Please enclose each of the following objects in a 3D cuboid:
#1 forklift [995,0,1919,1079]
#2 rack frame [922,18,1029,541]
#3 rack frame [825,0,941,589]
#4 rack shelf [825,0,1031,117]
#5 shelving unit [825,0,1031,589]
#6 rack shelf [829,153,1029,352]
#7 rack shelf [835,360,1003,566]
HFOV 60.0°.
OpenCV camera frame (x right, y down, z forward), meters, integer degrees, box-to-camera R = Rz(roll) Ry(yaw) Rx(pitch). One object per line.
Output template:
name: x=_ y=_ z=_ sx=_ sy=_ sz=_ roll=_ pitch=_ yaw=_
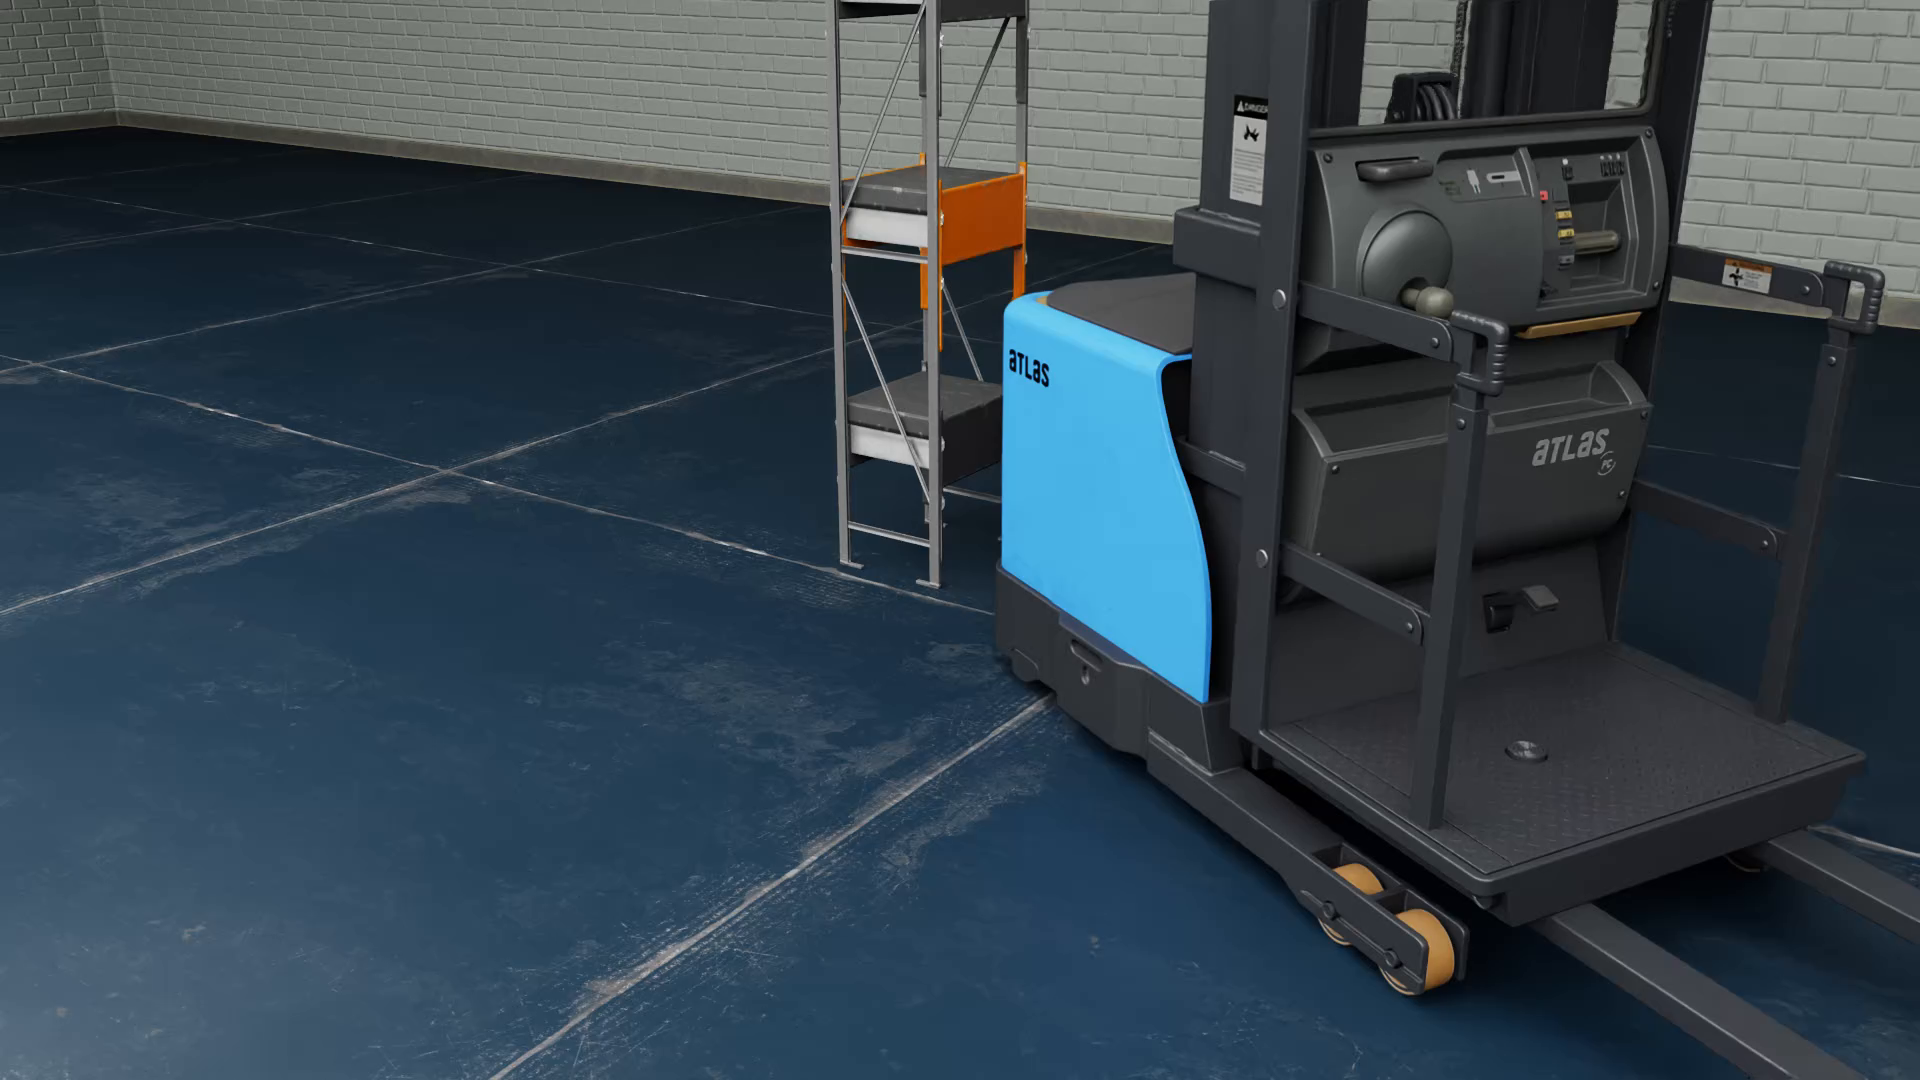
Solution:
forklift: x=1.222 y=-0.645 z=3.285 sx=1.130 sy=2.935 sz=3.031 roll=-10 pitch=23 yaw=-25
rack frame: x=0.044 y=-1.007 z=5.462 sx=0.400 sy=2.100 sz=0.015 roll=13 pitch=24 yaw=32
rack frame: x=-0.230 y=-0.867 z=5.083 sx=0.400 sy=2.100 sz=0.015 roll=13 pitch=24 yaw=32
rack shelf: x=-0.093 y=-1.581 z=5.034 sx=0.431 sy=0.518 sz=0.480 roll=13 pitch=24 yaw=32
shelving unit: x=-0.093 y=-0.937 z=5.272 sx=0.431 sy=2.100 sz=0.503 roll=13 pitch=24 yaw=32
rack shelf: x=-0.093 y=-0.925 z=5.277 sx=0.431 sy=0.518 sz=0.480 roll=13 pitch=24 yaw=32
rack shelf: x=-0.093 y=-0.268 z=5.520 sx=0.431 sy=0.518 sz=0.480 roll=13 pitch=24 yaw=32
